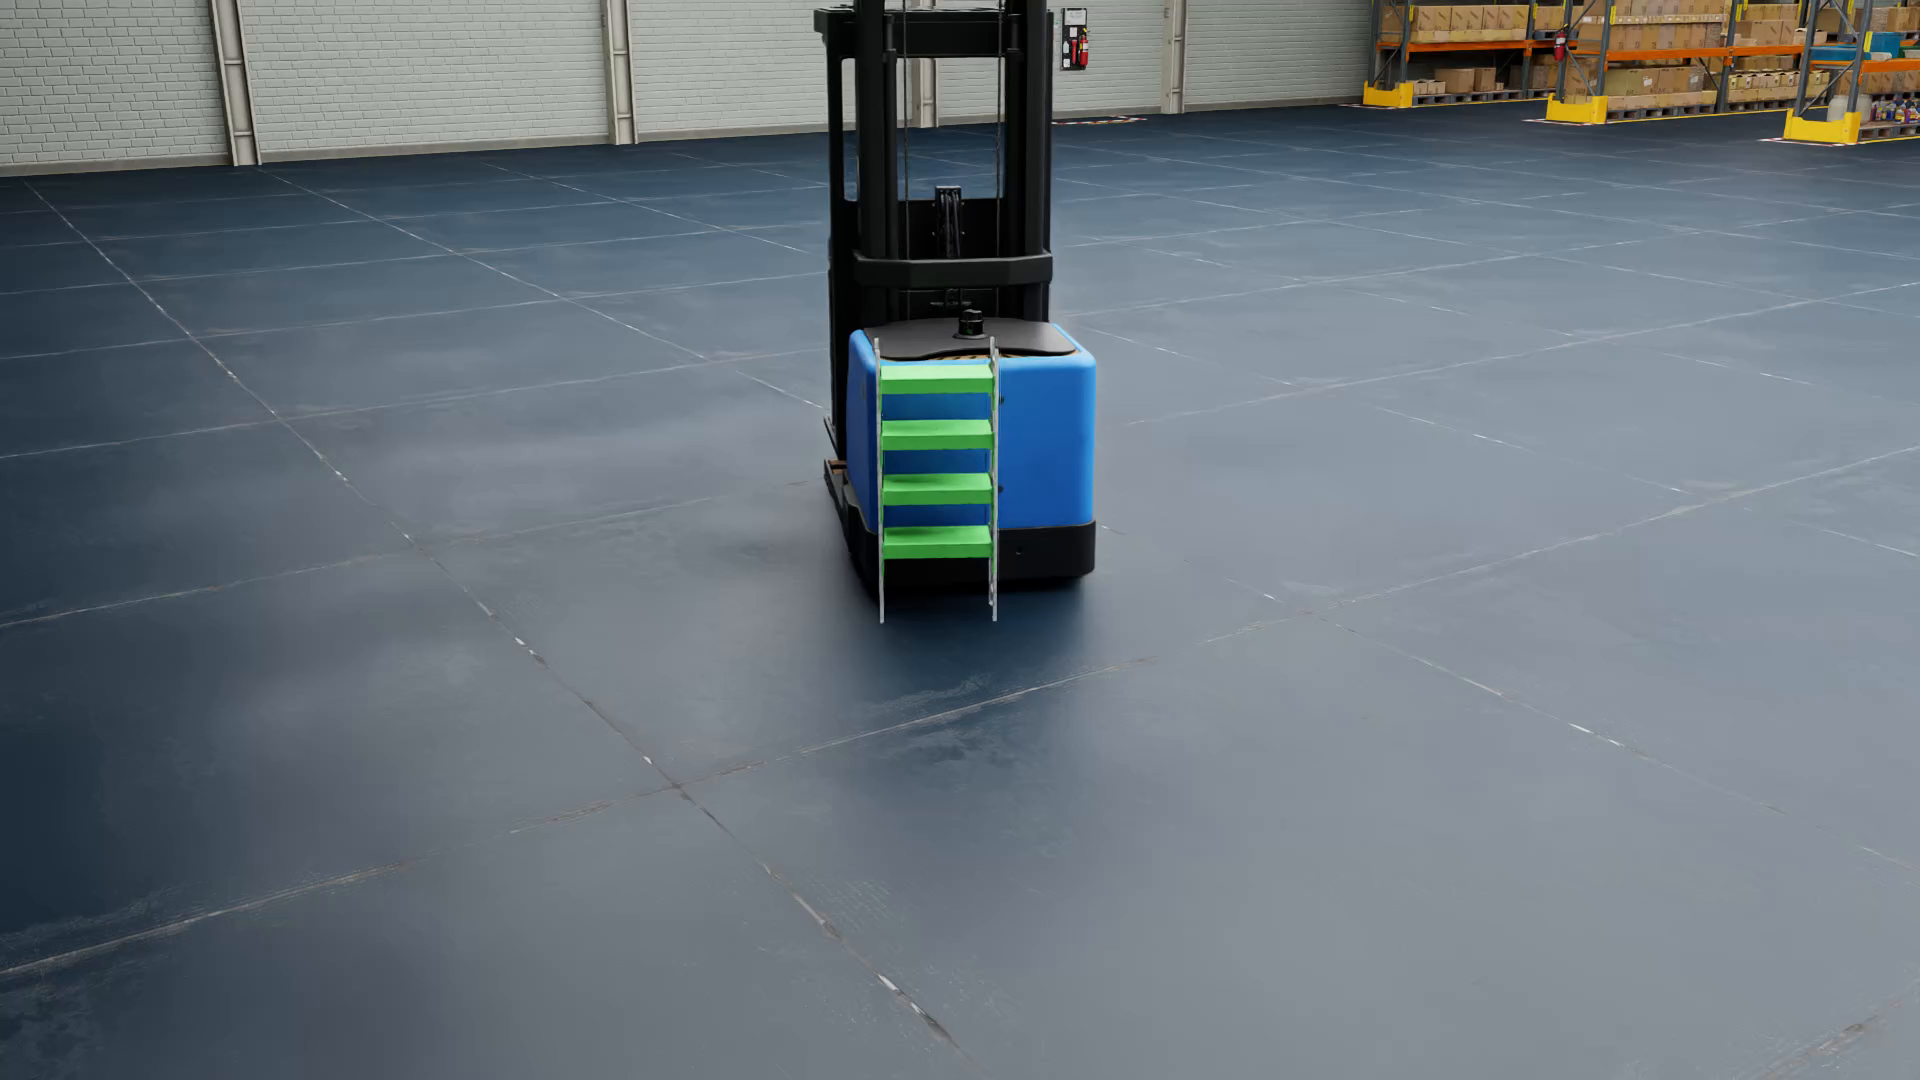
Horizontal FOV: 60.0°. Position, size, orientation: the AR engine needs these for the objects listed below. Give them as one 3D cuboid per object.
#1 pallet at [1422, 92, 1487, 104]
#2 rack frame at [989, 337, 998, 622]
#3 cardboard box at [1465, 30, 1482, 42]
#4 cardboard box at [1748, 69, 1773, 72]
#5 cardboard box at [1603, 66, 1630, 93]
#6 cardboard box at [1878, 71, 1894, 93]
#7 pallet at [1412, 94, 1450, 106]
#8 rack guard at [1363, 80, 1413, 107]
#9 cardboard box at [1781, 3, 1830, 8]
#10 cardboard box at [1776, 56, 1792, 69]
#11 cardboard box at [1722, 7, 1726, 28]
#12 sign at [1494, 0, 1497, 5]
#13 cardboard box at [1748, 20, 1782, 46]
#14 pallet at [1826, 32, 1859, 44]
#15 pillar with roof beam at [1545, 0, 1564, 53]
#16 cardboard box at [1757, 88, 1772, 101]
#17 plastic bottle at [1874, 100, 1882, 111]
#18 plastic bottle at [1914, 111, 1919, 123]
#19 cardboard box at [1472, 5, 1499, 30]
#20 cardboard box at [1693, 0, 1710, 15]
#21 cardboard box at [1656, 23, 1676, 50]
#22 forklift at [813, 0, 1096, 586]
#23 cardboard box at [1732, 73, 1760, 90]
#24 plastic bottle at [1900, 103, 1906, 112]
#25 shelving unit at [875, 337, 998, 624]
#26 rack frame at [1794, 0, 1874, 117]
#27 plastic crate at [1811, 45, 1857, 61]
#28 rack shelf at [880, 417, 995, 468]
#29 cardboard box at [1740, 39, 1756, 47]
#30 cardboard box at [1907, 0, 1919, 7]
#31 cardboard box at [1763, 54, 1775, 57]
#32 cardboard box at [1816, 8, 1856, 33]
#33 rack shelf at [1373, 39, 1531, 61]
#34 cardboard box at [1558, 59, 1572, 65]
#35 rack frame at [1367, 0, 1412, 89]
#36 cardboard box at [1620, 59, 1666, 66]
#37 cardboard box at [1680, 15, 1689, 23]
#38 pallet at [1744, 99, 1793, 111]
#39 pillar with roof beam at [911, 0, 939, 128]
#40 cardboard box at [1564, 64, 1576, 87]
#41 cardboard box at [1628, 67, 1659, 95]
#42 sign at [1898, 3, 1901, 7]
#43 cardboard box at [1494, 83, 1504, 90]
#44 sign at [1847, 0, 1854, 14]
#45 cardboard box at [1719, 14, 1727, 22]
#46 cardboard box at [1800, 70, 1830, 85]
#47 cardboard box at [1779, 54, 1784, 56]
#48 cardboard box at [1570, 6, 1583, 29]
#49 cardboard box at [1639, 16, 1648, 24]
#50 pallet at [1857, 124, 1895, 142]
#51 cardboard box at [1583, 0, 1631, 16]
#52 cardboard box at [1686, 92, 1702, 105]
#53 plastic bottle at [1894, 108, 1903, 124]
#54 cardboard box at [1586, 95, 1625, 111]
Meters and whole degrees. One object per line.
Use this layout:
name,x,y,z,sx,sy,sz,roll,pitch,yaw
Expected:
pallet,11.045,-9.945,37.333,1.213,0.211,1.003,-12,22,-31
rack frame,0.143,-0.253,7.120,0.015,1.200,0.240,-1,19,-3
cardboard box,11.126,-11.117,36.648,0.500,0.250,0.500,-12,22,-31
cardboard box,17.215,-9.955,35.769,0.500,0.311,0.500,-13,22,-33
cardboard box,13.105,-9.187,33.203,0.500,0.500,0.500,-12,22,-31
cardboard box,20.501,-10.293,37.222,0.500,0.500,0.500,-13,23,-33
pallet,10.027,-9.732,36.701,1.213,0.211,1.003,-12,22,-31
rack guard,9.329,-9.735,36.260,0.348,0.500,1.175,-12,22,-31
cardboard box,22.208,-13.774,43.834,0.700,0.700,0.980,-11,21,-29
cardboard box,21.262,-12.412,43.522,0.500,0.500,0.700,-13,22,-33
cardboard box,18.621,-12.976,41.291,0.500,0.500,0.500,-12,22,-31
sign,12.298,-12.307,38.156,0.005,0.325,0.100,-12,22,-31
cardboard box,16.843,-10.645,34.893,0.500,0.500,0.500,-12,22,-31
pallet,19.202,-11.038,36.510,1.003,0.211,1.213,-12,22,-31
pillar with roof beam,16.754,-14.008,35.628,0.400,9.000,9.100,-12,22,-31
cardboard box,16.666,-9.369,34.911,0.500,0.250,0.500,-13,22,-33
plastic bottle,16.485,-7.742,29.910,0.185,0.351,0.144,-11,22,-29
plastic bottle,16.853,-7.470,29.339,0.097,0.201,0.097,0,19,0
cardboard box,11.542,-11.563,36.795,0.500,0.500,0.500,-13,22,-33
cardboard box,14.546,-10.779,33.262,0.500,0.500,0.700,-12,22,-32
cardboard box,13.682,-9.981,32.928,0.500,0.500,0.700,-11,22,-30
forklift,-0.137,-1.614,8.443,1.130,2.935,3.031,-3,19,-9
cardboard box,16.237,-9.541,34.545,0.500,0.311,0.500,-12,22,-32
plastic bottle,17.098,-7.787,30.169,0.097,0.271,0.097,0,19,0
shelving unit,-0.100,-0.248,7.106,0.503,1.200,0.258,-1,19,-3
rack frame,14.715,-8.256,27.981,0.127,3.000,1.000,-12,22,-31
plastic crate,14.968,-8.354,28.503,0.616,0.251,0.499,-12,22,-31
rack shelf,-0.100,-0.415,7.050,0.480,0.148,0.258,-1,19,-3
cardboard box,16.187,-10.268,34.327,0.250,0.149,0.380,-12,22,-31
cardboard box,22.296,-12.374,38.447,0.500,0.500,0.500,-12,22,-31
cardboard box,20.791,-12.549,42.916,0.250,0.149,0.380,-13,22,-33
cardboard box,19.139,-11.378,36.404,0.700,0.500,0.500,14,23,35
rack shelf,10.936,-10.917,36.977,4.000,0.370,1.077,-12,22,-31
cardboard box,14.011,-11.295,39.016,0.500,0.250,0.500,-13,22,-33
rack frame,9.266,-10.906,35.820,0.127,3.000,1.000,-12,22,-31
cardboard box,16.634,-11.590,40.544,0.750,0.750,0.750,-12,22,-32
cardboard box,14.164,-10.312,32.895,0.250,0.149,0.380,-11,22,-30
pallet,16.948,-9.321,35.487,1.213,0.211,1.003,-12,22,-31
pillar with roof beam,1.720,-10.837,26.250,0.400,9.000,9.100,-12,22,-31
cardboard box,14.065,-10.952,39.173,0.500,0.500,0.700,-12,22,-31
cardboard box,13.391,-9.048,32.791,0.500,0.500,0.500,-12,22,-31
sign,21.711,-12.249,38.441,0.005,0.325,0.100,-12,22,-31
cardboard box,12.176,-10.374,37.985,0.250,0.166,0.380,-16,24,-38
sign,18.983,-11.391,35.448,0.005,0.325,0.100,-12,22,-31
cardboard box,15.225,-10.535,33.555,0.250,0.149,0.380,-12,22,-31
cardboard box,18.373,-9.994,35.886,0.500,0.311,0.500,-11,22,-30
cardboard box,21.462,-12.838,43.770,0.250,0.149,0.380,-12,22,-31
cardboard box,14.054,-12.167,38.709,0.500,0.500,0.700,-9,21,-24
cardboard box,13.080,-10.082,32.215,0.250,0.149,0.380,-12,22,-32
pallet,15.434,-7.102,28.924,1.213,0.211,1.003,-12,22,-31
cardboard box,12.435,-10.331,31.939,0.500,0.500,0.700,-12,22,-31
cardboard box,14.644,-8.957,33.692,0.500,0.250,0.500,-12,22,-31
plastic bottle,16.400,-7.408,29.046,0.097,0.271,0.097,0,19,0
cardboard box,12.564,-8.513,32.379,0.500,0.250,0.500,-12,22,-31
